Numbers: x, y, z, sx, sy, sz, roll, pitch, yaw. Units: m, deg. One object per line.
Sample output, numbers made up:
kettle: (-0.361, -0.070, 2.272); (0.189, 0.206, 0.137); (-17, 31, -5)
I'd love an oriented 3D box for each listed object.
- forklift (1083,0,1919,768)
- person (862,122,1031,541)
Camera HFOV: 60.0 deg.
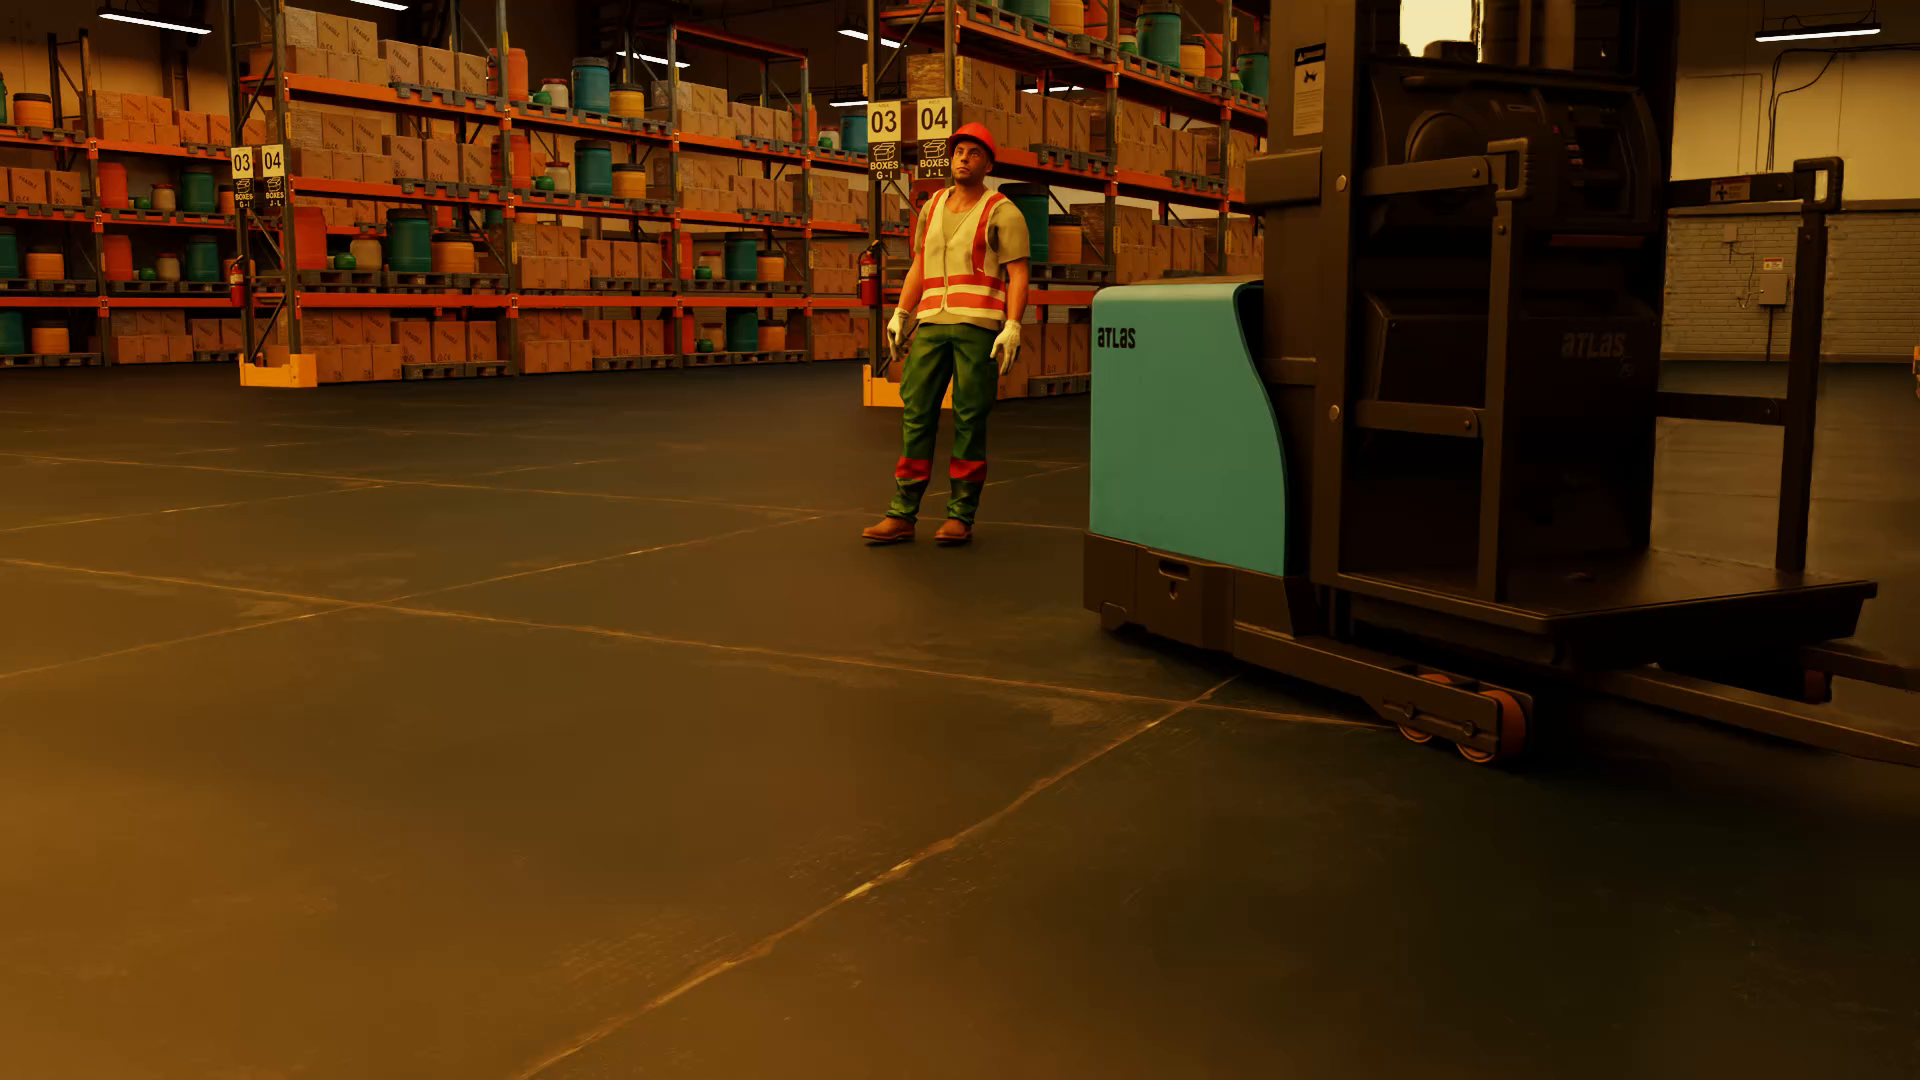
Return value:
forklift: (1.502, -1.022, 3.999); (1.130, 2.935, 3.031); (-4, 9, -26)
person: (-0.049, -0.885, 7.127); (0.638, 1.787, 0.564); (4, 9, 29)
